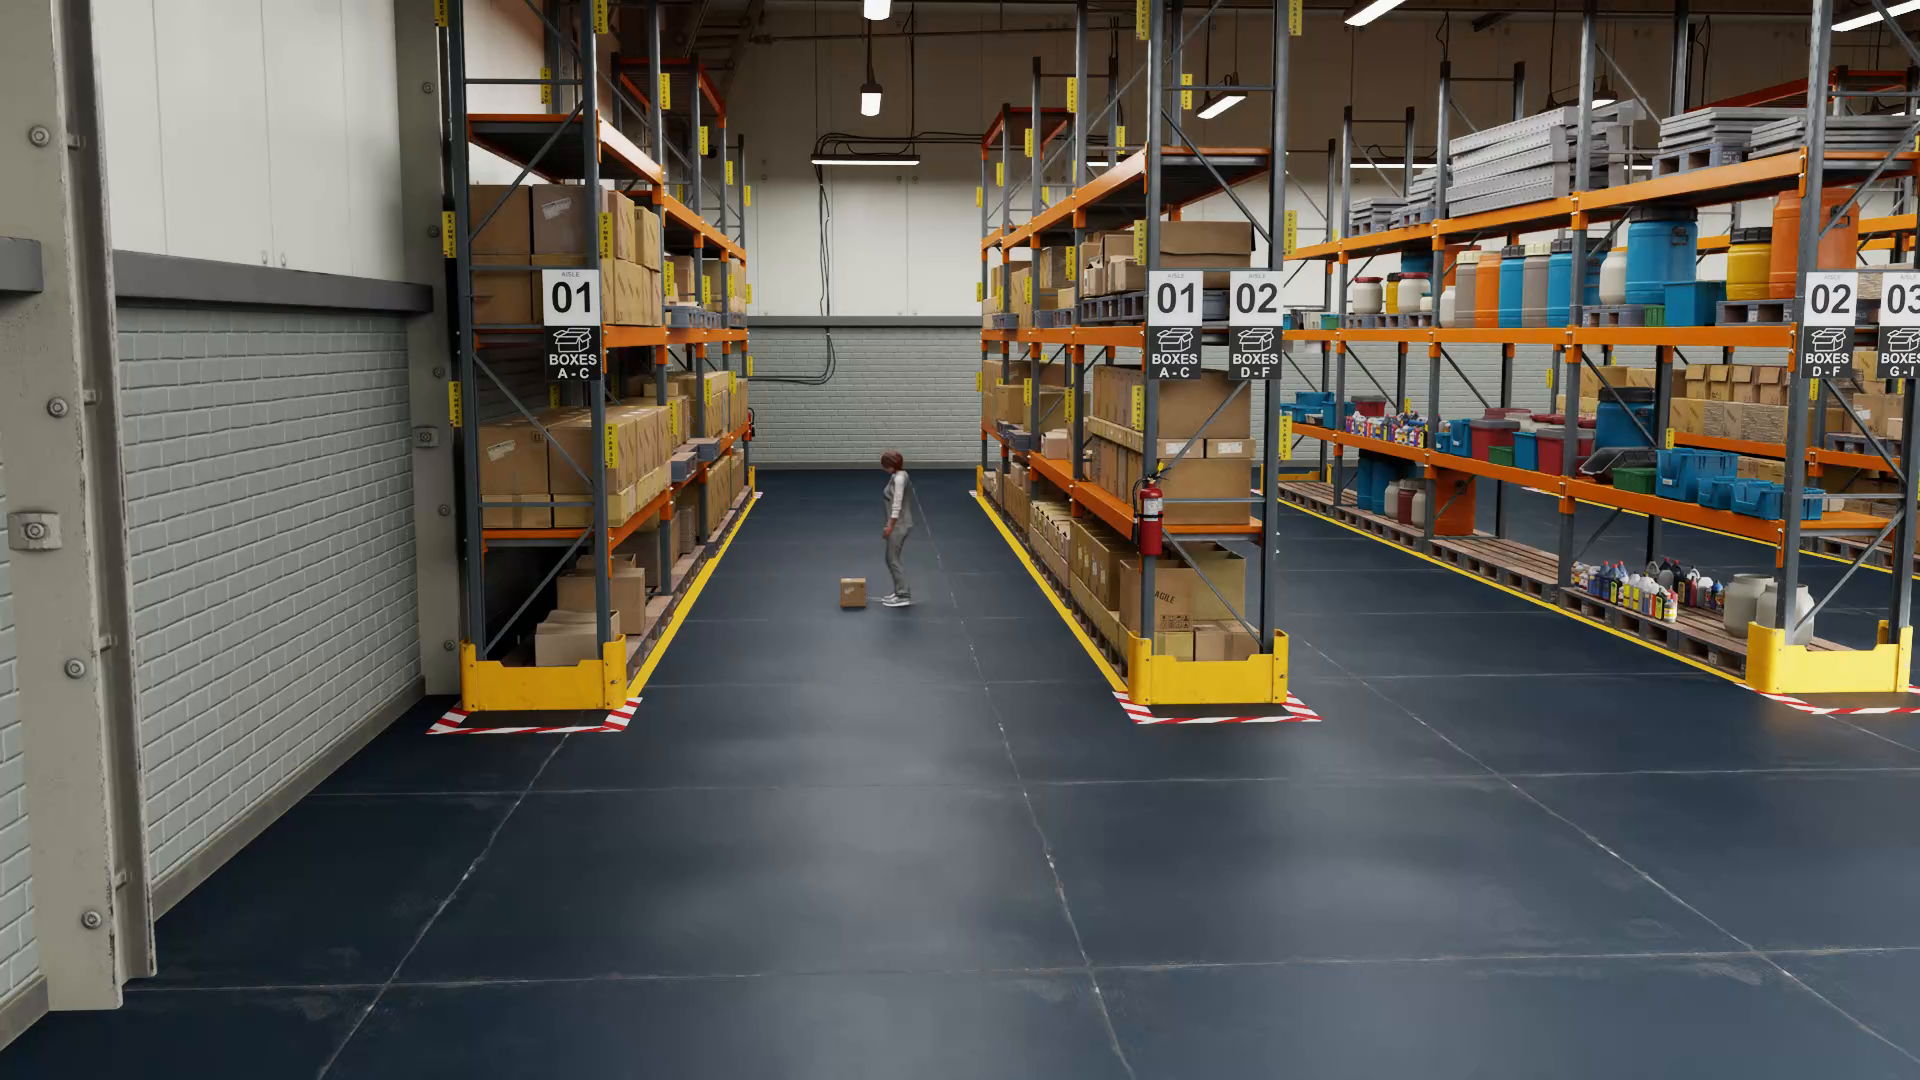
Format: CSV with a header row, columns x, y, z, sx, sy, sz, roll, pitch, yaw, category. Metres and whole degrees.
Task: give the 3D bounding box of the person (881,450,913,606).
x,y,z,sx,sy,sz,roll,pitch,yaw,category
-0.636,-0.114,16.882,0.328,1.567,0.415,0,7,-2,person
